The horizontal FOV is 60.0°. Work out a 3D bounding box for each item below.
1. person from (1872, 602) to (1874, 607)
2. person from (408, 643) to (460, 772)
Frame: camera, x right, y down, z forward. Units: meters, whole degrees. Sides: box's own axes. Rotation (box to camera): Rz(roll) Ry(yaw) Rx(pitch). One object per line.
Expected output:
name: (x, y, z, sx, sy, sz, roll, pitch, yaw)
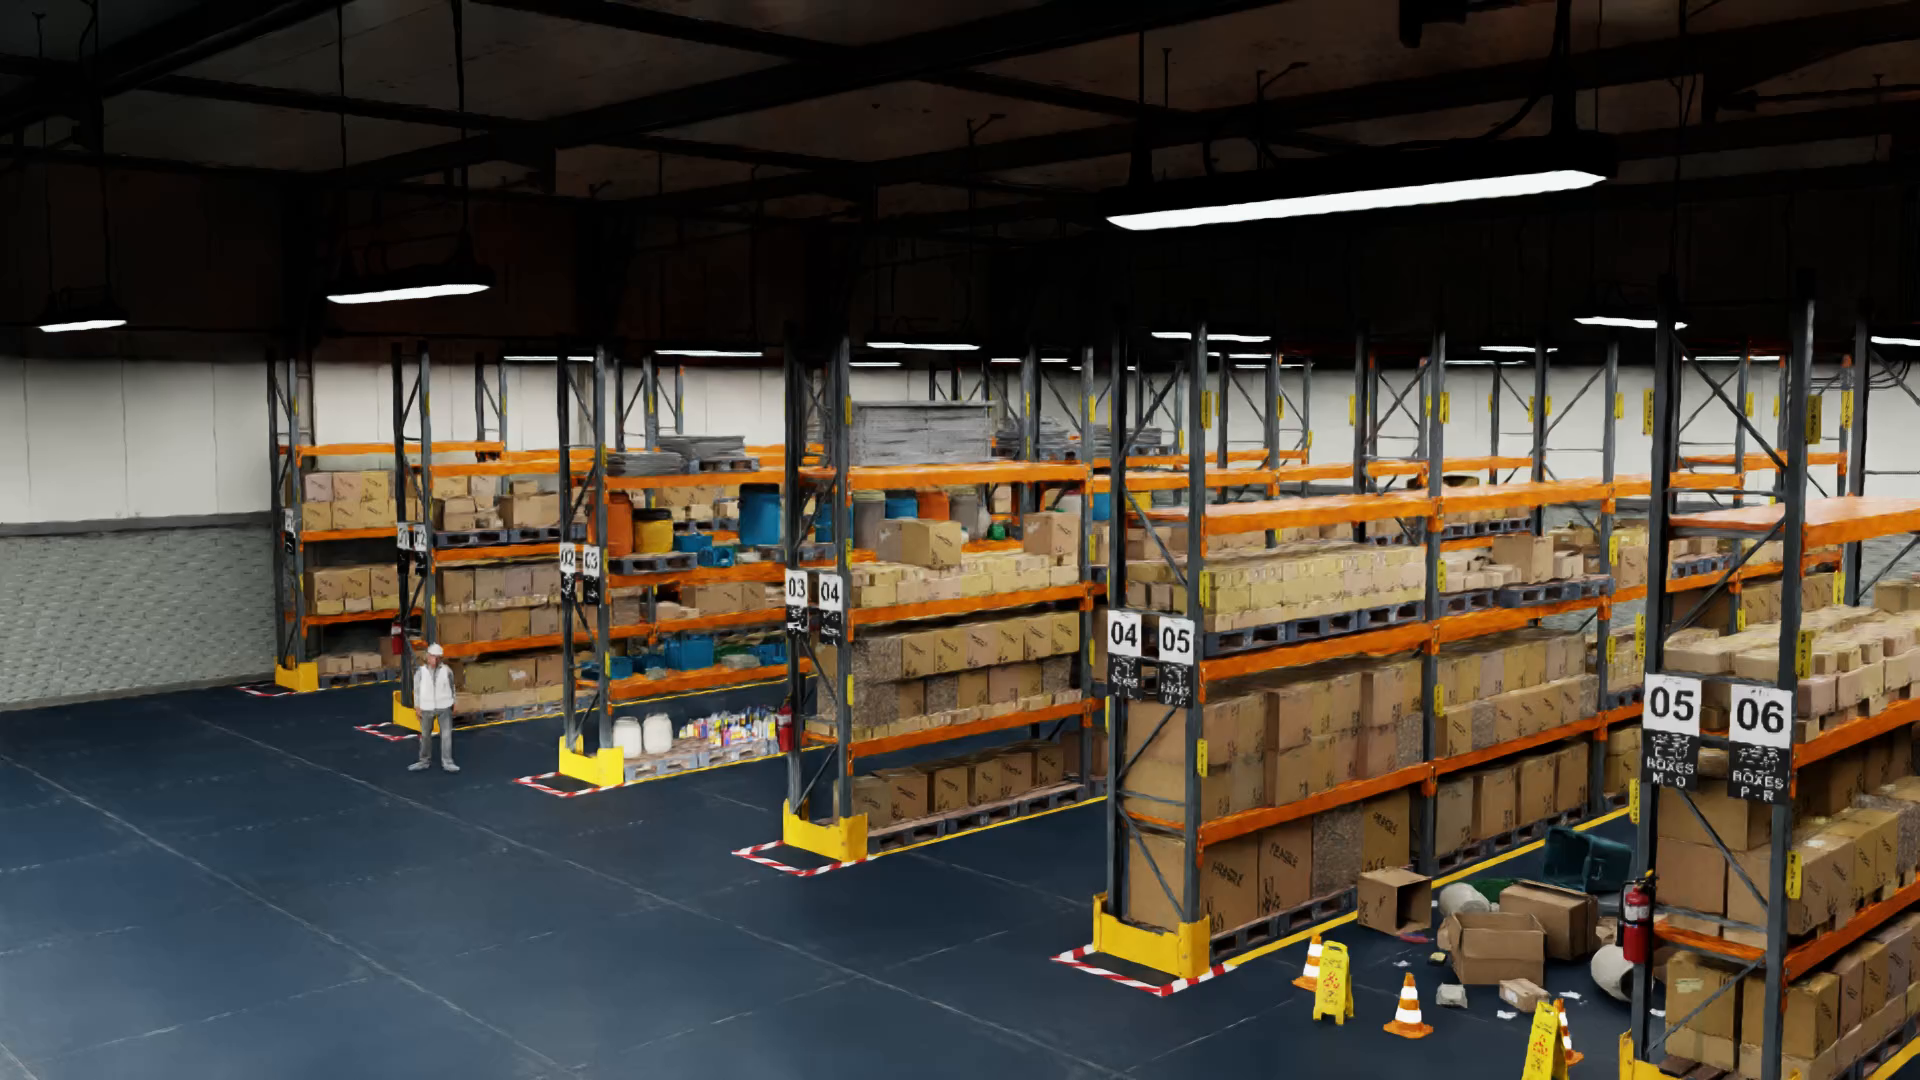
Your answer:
person: (15.622, 1.843, 28.330, 0.675, 1.718, 0.809, 3, 6, 27)
person: (-7.262, 2.300, 22.883, 0.687, 1.774, 0.434, -1, 5, -17)
